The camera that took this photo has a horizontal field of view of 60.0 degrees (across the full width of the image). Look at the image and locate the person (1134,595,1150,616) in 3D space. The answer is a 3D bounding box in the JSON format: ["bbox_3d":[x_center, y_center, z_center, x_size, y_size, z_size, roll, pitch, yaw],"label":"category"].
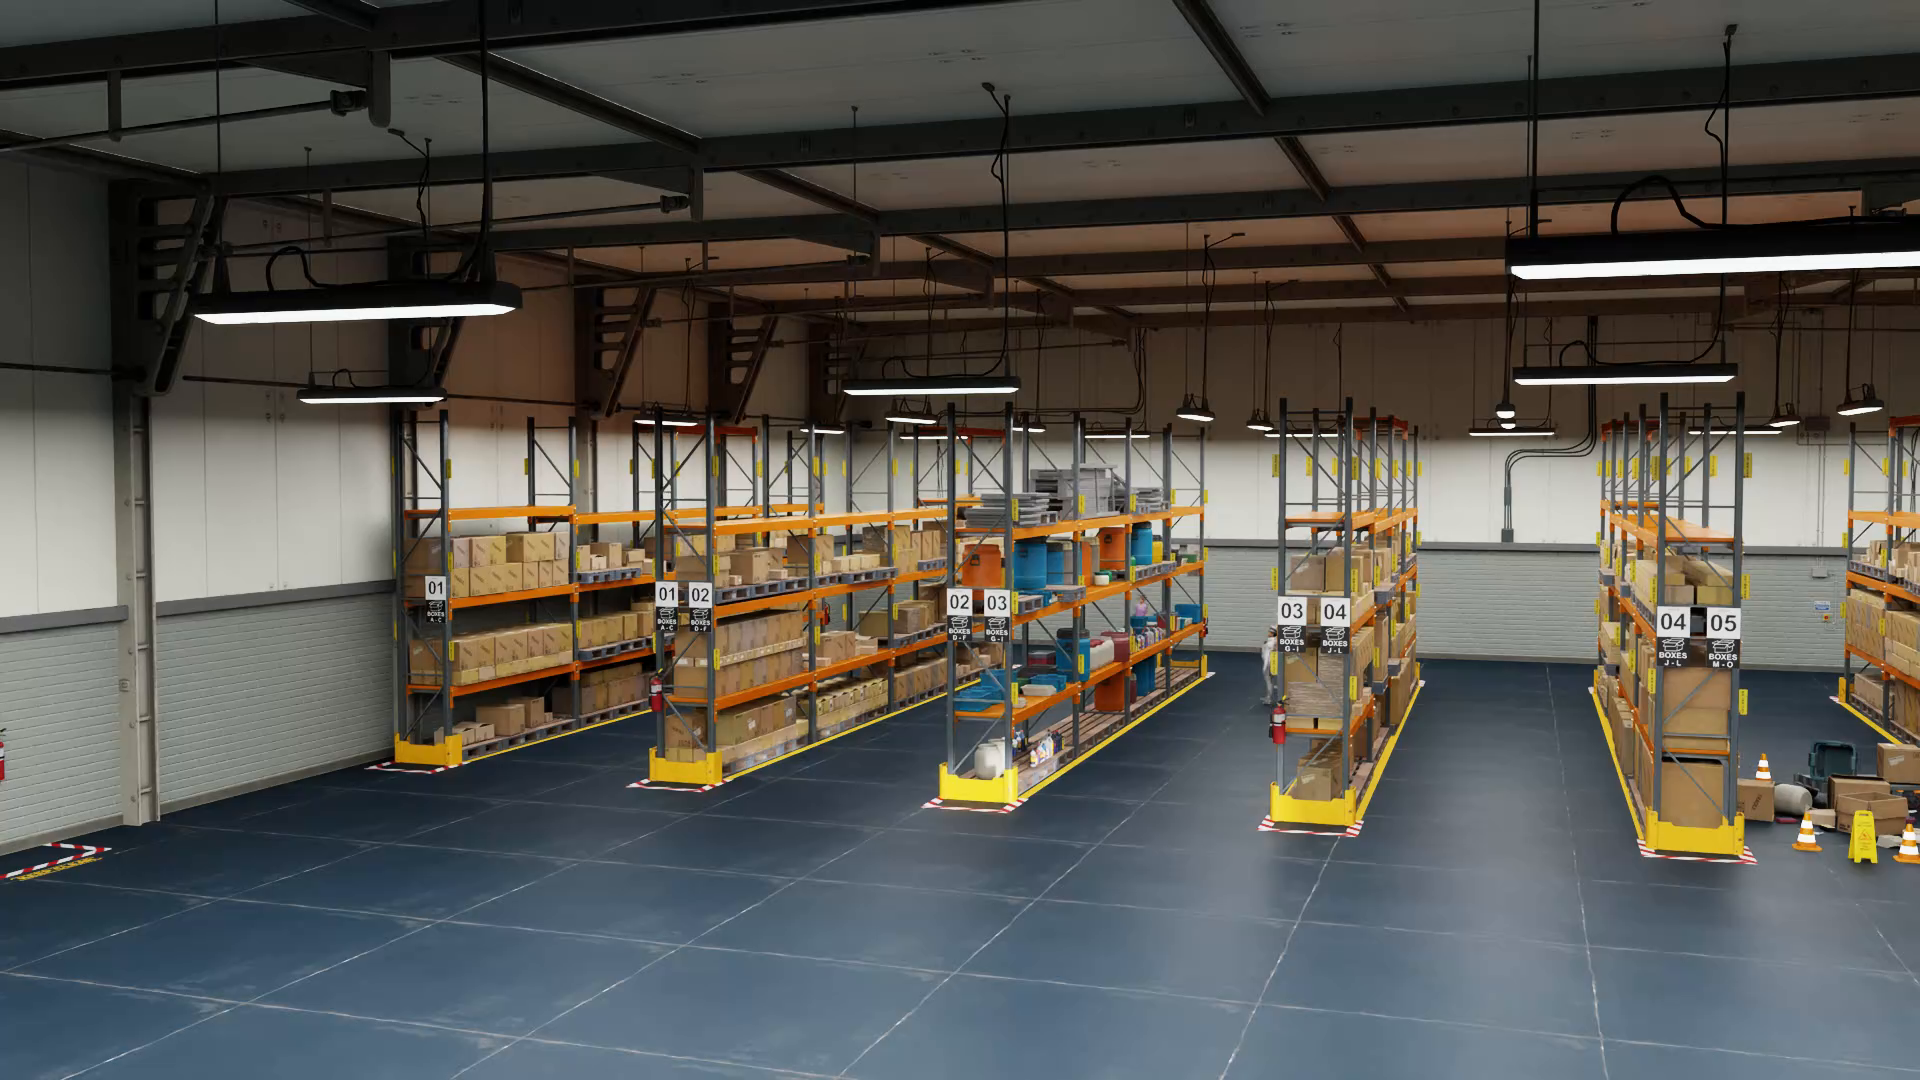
[{"bbox_3d":[4.920,2.288,45.076,0.438,1.611,0.468,0,2,2],"label":"person"}]

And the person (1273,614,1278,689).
[{"bbox_3d":[7.286,2.511,37.629,0.418,1.814,0.572,-1,3,-17],"label":"person"}]

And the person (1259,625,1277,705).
[{"bbox_3d":[6.555,2.648,35.488,0.580,1.683,0.501,2,3,42],"label":"person"}]
